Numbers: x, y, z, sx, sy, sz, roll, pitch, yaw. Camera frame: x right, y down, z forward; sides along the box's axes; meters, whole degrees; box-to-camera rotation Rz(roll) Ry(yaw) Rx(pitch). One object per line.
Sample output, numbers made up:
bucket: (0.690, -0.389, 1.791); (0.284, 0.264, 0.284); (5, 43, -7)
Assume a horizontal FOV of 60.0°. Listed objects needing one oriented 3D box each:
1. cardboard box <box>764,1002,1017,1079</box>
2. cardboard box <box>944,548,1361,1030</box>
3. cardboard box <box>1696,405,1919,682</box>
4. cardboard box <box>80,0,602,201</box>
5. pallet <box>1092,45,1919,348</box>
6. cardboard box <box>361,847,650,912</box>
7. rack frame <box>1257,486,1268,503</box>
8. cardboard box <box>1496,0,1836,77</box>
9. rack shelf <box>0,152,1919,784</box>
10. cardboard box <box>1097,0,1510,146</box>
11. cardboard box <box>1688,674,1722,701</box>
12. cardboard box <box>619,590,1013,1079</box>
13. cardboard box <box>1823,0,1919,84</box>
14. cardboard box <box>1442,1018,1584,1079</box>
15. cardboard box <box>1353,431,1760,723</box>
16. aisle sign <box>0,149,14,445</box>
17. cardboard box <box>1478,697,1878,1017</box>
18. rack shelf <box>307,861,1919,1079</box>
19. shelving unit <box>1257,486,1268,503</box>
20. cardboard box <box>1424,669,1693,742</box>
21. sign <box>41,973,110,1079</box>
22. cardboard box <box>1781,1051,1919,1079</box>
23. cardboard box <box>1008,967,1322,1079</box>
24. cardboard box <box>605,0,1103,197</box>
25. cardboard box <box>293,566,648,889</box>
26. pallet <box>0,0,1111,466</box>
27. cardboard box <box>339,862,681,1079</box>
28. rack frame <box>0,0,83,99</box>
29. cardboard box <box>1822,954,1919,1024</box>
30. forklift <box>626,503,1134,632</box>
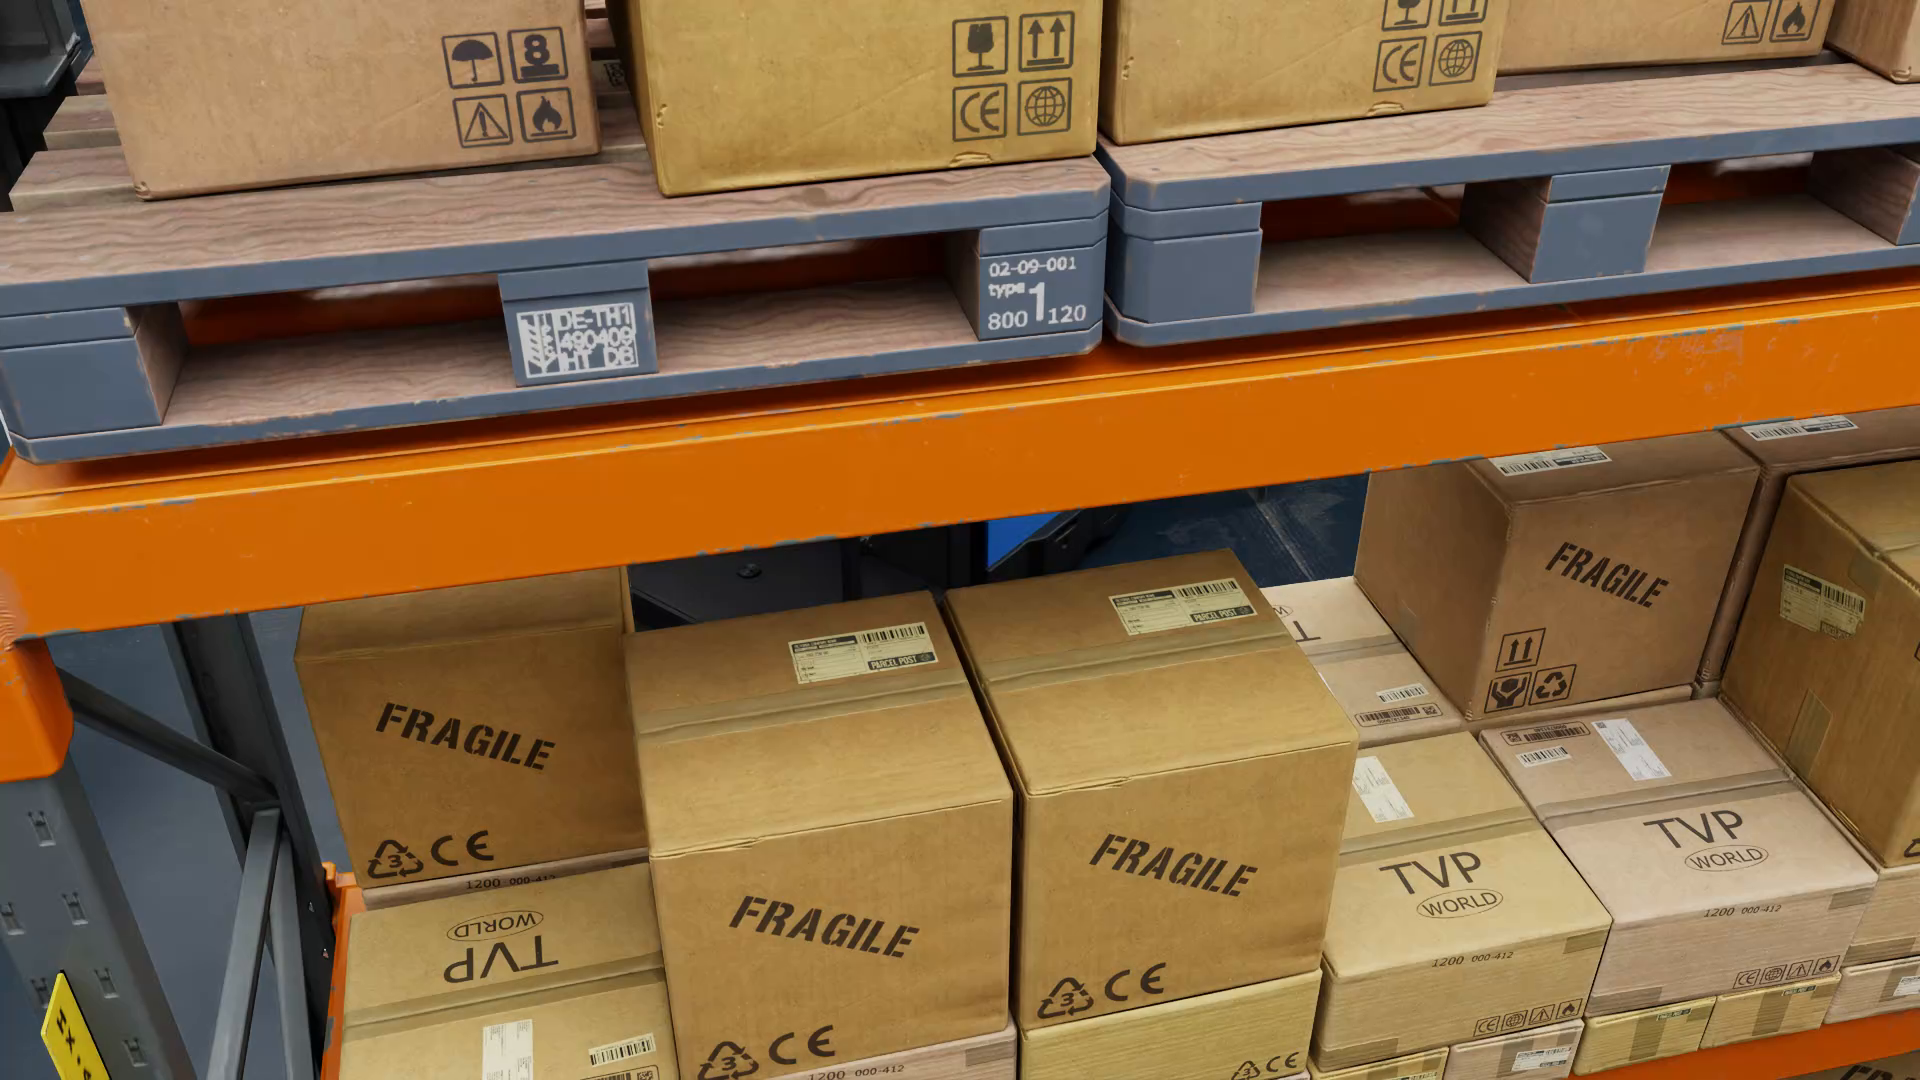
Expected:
cardboard box: (-0.210, 0.758, 2.797); (0.500, 0.250, 0.500); (-8, 35, -11)
cardboard box: (0.276, 0.385, 2.679); (0.500, 0.500, 0.500); (-8, 35, -12)
cardboard box: (1.652, -0.089, 3.386); (0.500, 0.500, 0.500); (-7, 35, -11)
cardboard box: (-0.748, -0.797, 1.998); (0.500, 0.500, 0.700); (-9, 35, -13)
pallet: (0.670, -0.659, 2.428); (1.213, 0.211, 1.003); (-7, 35, -11)
cardboard box: (-0.830, 0.534, 3.131); (0.500, 0.250, 0.500); (-8, 35, -11)
rack frame: (1.333, -0.915, 6.767); (0.032, 1.500, 0.500); (9, 35, 13)
cardboard box: (0.841, -1.016, 2.325); (0.500, 0.500, 0.700); (-6, 34, -8)
rack shelf: (0.707, -0.394, 2.599); (4.000, 0.370, 1.077); (-7, 35, -11)
cardboard box: (0.321, -0.891, 2.138); (0.500, 0.500, 0.700); (-9, 35, -14)
cardboard box: (1.655, 0.219, 3.599); (0.500, 0.250, 0.500); (-7, 35, -11)
cardboard box: (-0.228, 0.452, 2.579); (0.500, 0.500, 0.500); (-8, 35, -12)
cardboard box: (1.382, -1.004, 2.305); (0.500, 0.500, 0.700); (-5, 34, -8)
cardboard box: (0.931, 0.816, 3.068); (0.250, 0.149, 0.380); (-7, 34, -10)
cardboard box: (1.146, -0.023, 3.287); (0.500, 0.500, 0.500); (-8, 35, -12)
aisle sign: (-1.380, -0.435, 2.373); (0.004, 0.787, 0.394); (-7, 35, -11)
cardboard box: (1.283, 0.570, 3.076); (0.500, 0.250, 0.500); (-7, 34, -10)
rack shelf: (0.707, 0.851, 3.435); (4.000, 0.370, 1.077); (-7, 35, -11)
shelving unit: (0.845, -0.994, 6.885); (1.048, 1.500, 0.538); (9, 35, 13)
cardboard box: (1.151, 0.286, 3.499); (0.500, 0.250, 0.500); (-6, 34, -9)
sign: (-1.127, 0.709, 2.154); (0.005, 0.325, 0.100); (-7, 35, -11)
cardboard box: (1.996, 1.052, 4.020); (0.875, 0.875, 0.875); (-7, 35, -11)
cardboard box: (0.280, 0.698, 2.886); (0.500, 0.250, 0.500); (-8, 35, -12)
cardboard box: (-0.173, -0.801, 2.004); (0.500, 0.500, 0.700); (-8, 35, -12)
cardboard box: (-0.827, 0.223, 2.920); (0.500, 0.500, 0.500); (-7, 34, -10)
pallet: (-0.522, -0.507, 2.201); (1.213, 0.211, 1.003); (-7, 35, -11)
cardboard box: (-0.716, 0.825, 2.696); (0.500, 0.250, 0.500); (-8, 35, -12)
rack frame: (-1.244, -1.692, 1.196); (0.127, 3.000, 1.000); (-7, 35, -11)
cardboard box: (1.680, 0.722, 3.208); (0.250, 0.149, 0.380); (-7, 34, -10)
forklift: (-0.582, -0.830, 5.356); (1.130, 2.935, 3.031); (23, 40, 30)
